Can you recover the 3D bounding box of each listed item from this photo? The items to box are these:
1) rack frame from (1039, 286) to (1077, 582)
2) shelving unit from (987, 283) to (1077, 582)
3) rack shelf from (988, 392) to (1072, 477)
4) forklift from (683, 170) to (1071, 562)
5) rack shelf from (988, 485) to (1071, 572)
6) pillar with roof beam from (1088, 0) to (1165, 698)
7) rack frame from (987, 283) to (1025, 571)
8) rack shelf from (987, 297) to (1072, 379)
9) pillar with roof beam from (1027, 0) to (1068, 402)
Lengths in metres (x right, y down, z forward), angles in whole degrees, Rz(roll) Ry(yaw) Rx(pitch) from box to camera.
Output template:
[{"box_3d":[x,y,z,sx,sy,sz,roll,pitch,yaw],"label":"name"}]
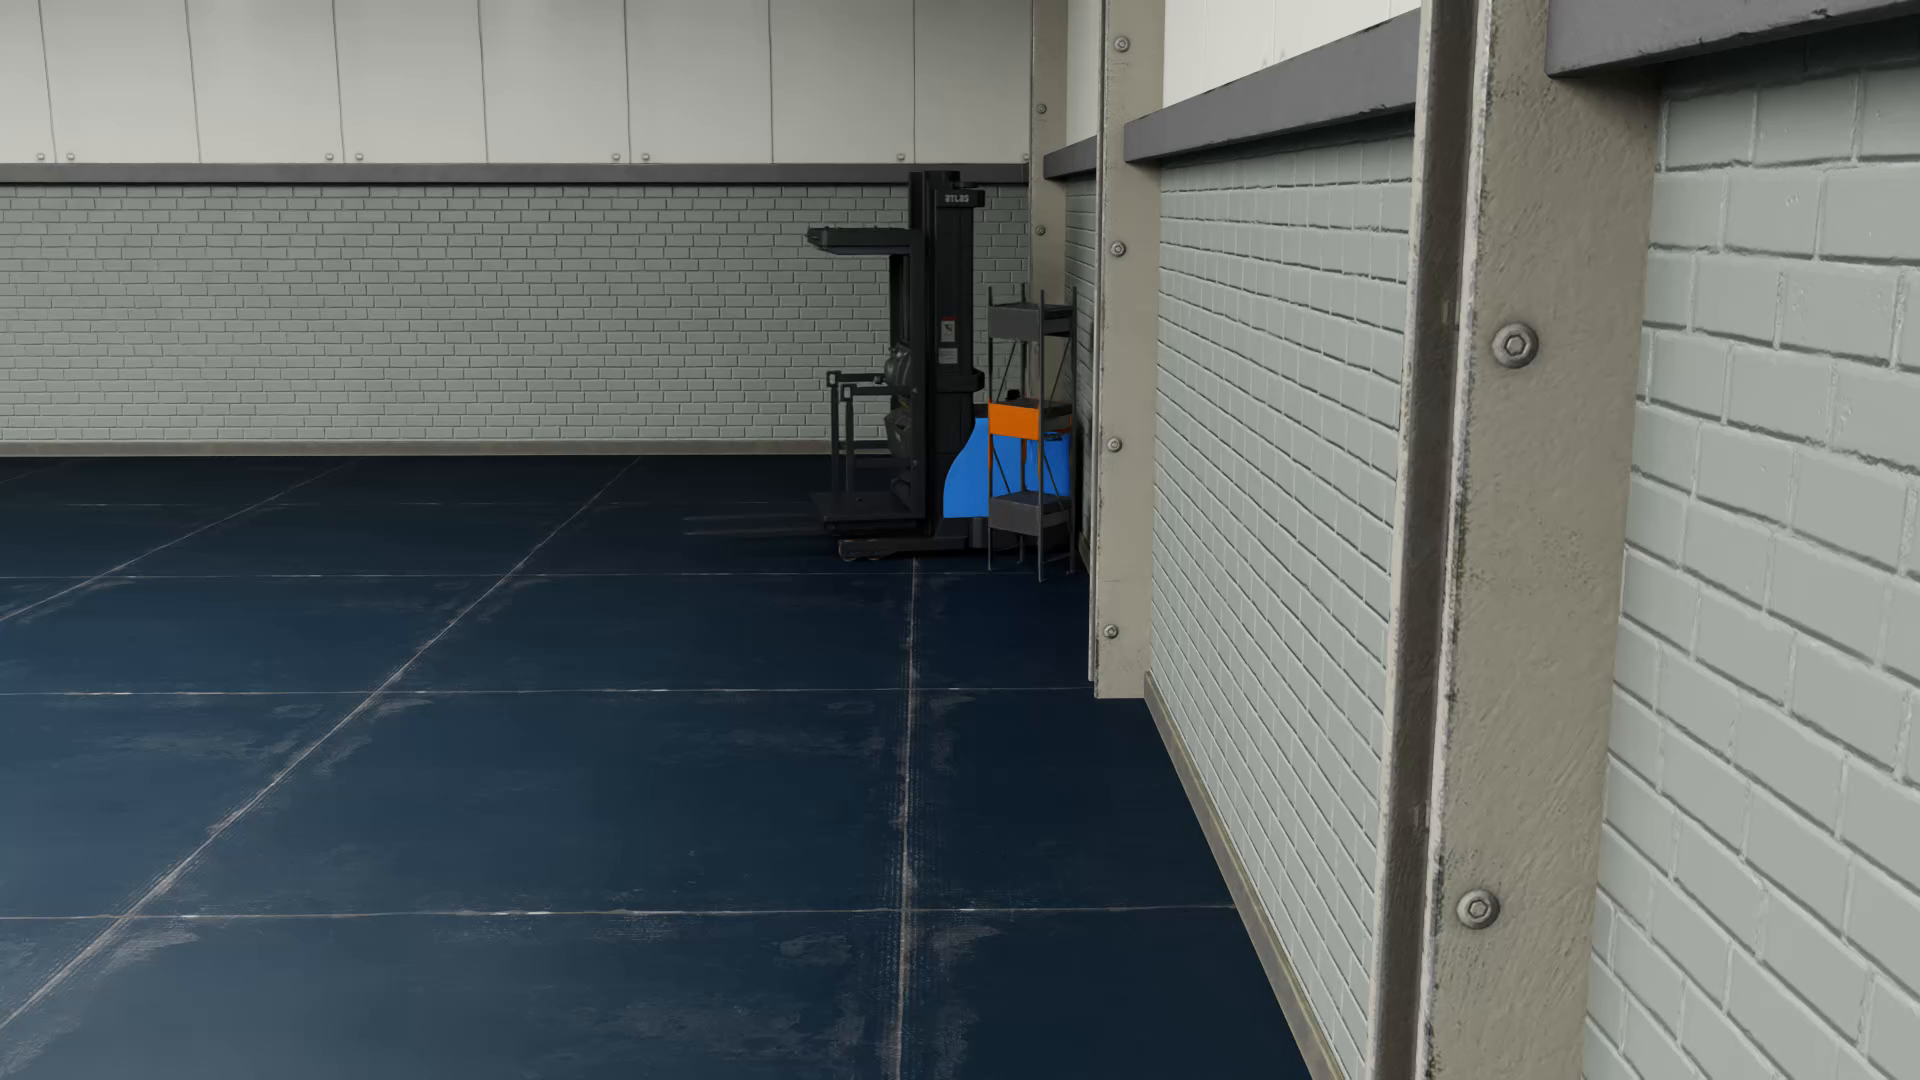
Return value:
[{"box_3d":[0.702,-0.750,11.944,0.015,2.100,0.400,12,18,41],"label":"rack frame"},{"box_3d":[0.522,-0.787,12.105,0.503,2.100,0.431,12,18,41],"label":"shelving unit"},{"box_3d":[0.523,-0.774,12.108,0.480,0.518,0.431,12,18,41],"label":"rack shelf"},{"box_3d":[-0.668,-1.384,13.007,3.031,2.935,1.130,-2,12,-11],"label":"forklift"},{"box_3d":[0.529,-0.092,12.269,0.480,0.518,0.431,12,18,41],"label":"rack shelf"},{"box_3d":[-3.403,-3.554,8.446,9.100,9.000,0.400,0,11,-1],"label":"pillar with roof beam"},{"box_3d":[0.343,-0.824,12.267,0.015,2.100,0.400,12,18,41],"label":"rack frame"},{"box_3d":[0.517,-1.455,11.948,0.480,0.518,0.431,12,18,41],"label":"rack shelf"},{"box_3d":[-3.527,-4.747,14.325,9.100,9.000,0.400,0,11,-1],"label":"pillar with roof beam"}]
